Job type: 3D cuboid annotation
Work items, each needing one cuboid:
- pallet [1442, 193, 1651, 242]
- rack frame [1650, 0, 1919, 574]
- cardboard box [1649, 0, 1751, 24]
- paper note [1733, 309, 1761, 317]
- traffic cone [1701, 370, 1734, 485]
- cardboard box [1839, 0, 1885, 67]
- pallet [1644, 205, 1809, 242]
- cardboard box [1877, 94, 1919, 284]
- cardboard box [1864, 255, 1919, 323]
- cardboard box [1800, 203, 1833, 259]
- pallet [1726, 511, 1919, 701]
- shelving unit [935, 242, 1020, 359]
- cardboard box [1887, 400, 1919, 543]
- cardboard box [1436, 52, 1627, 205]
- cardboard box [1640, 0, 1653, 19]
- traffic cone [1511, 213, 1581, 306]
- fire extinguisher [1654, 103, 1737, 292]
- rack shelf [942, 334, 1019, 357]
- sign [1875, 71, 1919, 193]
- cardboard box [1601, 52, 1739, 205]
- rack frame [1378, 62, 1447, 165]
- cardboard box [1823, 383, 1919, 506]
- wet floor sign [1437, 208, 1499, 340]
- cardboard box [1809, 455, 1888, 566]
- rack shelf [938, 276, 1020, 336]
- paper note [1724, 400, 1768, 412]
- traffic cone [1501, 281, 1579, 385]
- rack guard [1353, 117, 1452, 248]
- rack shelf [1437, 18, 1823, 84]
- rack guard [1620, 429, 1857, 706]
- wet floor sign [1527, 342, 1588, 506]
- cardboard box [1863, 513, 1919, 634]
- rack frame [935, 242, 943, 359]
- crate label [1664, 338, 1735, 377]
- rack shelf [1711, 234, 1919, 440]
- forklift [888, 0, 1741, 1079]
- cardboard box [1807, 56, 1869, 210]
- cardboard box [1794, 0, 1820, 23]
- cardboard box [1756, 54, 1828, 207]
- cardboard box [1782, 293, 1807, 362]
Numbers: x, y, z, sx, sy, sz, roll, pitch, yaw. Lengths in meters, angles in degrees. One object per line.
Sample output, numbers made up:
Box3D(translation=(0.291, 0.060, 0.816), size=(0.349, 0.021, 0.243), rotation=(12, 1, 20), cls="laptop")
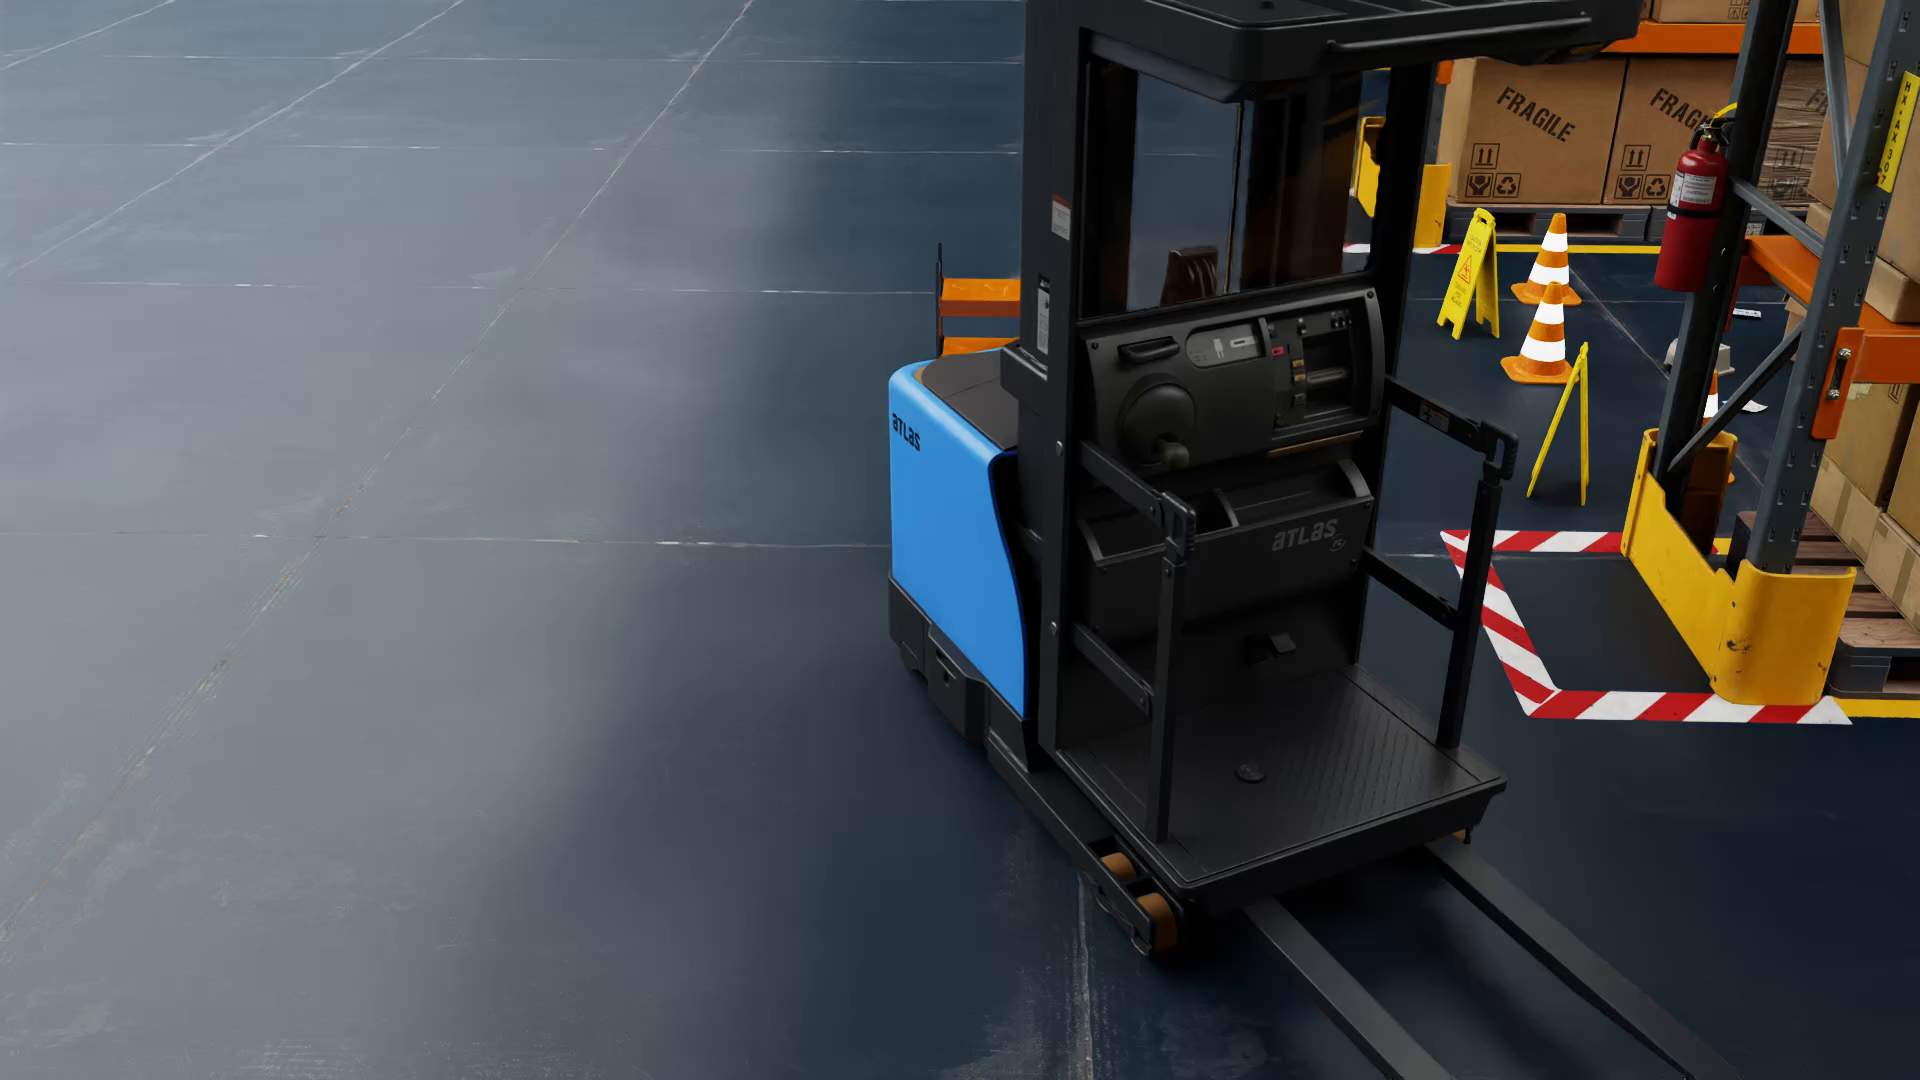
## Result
Box3D(translation=(3.580, -2.150, 10.518), size=(1.213, 0.211, 1.003), rotation=(1, 28, 2), cls="pallet")
Box3D(translation=(2.705, -1.040, 5.447), size=(0.127, 3.000, 1.000), rotation=(1, 28, 2), cls="rack frame")
Box3D(translation=(4.256, -3.373, 9.688), size=(0.550, 0.550, 0.875), rotation=(1, 28, 2), cls="cardboard box")
Box3D(translation=(4.244, -1.226, 8.970), size=(0.142, 0.017, 0.144), rotation=(11, 30, 19), cls="paper note")
Box3D(translation=(3.180, -0.516, 7.167), size=(0.334, 0.463, 0.336), rotation=(1, 28, 2), cls="traffic cone")
Box3D(translation=(3.223, -1.751, 5.297), size=(0.500, 0.500, 0.700), rotation=(0, 28, 1), cls="cardboard box")
Box3D(translation=(4.796, -2.128, 10.478), size=(1.213, 0.211, 1.003), rotation=(1, 28, 2), cls="pallet")
Box3D(translation=(3.168, -1.078, 5.094), size=(0.500, 0.500, 0.500), rotation=(1, 28, 1), cls="cardboard box")
Box3D(translation=(3.037, -0.826, 5.313), size=(0.250, 0.149, 0.380), rotation=(1, 28, 2), cls="cardboard box")
Box3D(translation=(3.086, -1.023, 5.683), size=(0.250, 0.149, 0.380), rotation=(2, 28, 4), cls="cardboard box")
Box3D(translation=(3.591, 0.223, 6.041), size=(1.213, 0.211, 1.003), rotation=(1, 28, 2), cls="pallet")
Box3D(translation=(0.165, -0.527, 6.402), size=(0.503, 1.200, 0.258), rotation=(1, 28, 2), cls="shelving unit")
Box3D(translation=(3.525, -0.199, 5.548), size=(0.500, 0.500, 0.500), rotation=(0, 28, 0), cls="cardboard box")
Box3D(translation=(3.458, -2.625, 10.258), size=(0.875, 0.875, 0.875), rotation=(1, 28, 2), cls="cardboard box")
Box3D(translation=(3.701, -3.441, 9.816), size=(0.550, 0.550, 0.875), rotation=(1, 28, 2), cls="cardboard box")
Box3D(translation=(3.259, -1.564, 9.145), size=(0.334, 0.463, 0.336), rotation=(1, 28, 2), cls="traffic cone")
Box3D(translation=(2.606, -1.223, 5.876), size=(0.183, 0.674, 0.296), rotation=(1, 28, 2), cls="fire extinguisher")
Box3D(translation=(0.165, -0.666, 6.329), size=(0.480, 0.148, 0.258), rotation=(1, 28, 2), cls="rack shelf")
Box3D(translation=(2.686, -1.168, 4.765), size=(0.005, 0.325, 0.100), rotation=(1, 28, 2), cls="sign")
Box3D(translation=(4.338, -2.611, 10.232), size=(0.875, 0.875, 0.875), rotation=(1, 28, 1), cls="cardboard box")
Box3D(translation=(2.778, -3.359, 9.821), size=(0.127, 3.000, 1.000), rotation=(1, 28, 2), cls="rack frame")
Box3D(translation=(3.514, -0.451, 6.022), size=(0.500, 0.500, 0.500), rotation=(1, 28, 2), cls="cardboard box")
Box3D(translation=(2.680, -1.392, 8.625), size=(0.232, 0.644, 0.267), rotation=(-4, 28, -7), cls="wet floor sign")
Box3D(translation=(3.546, -0.123, 6.204), size=(0.500, 0.250, 0.500), rotation=(1, 28, 2), cls="cardboard box")
Box3D(translation=(0.165, -0.875, 6.218), size=(0.480, 0.148, 0.258), rotation=(1, 28, 2), cls="rack shelf")
Box3D(translation=(3.720, -0.644, 7.871), size=(0.142, 0.019, 0.148), rotation=(-9, 29, -16), cls="paper note")
Box3D(translation=(2.879, -1.041, 8.158), size=(0.334, 0.463, 0.336), rotation=(1, 28, 2), cls="traffic cone")
Box3D(translation=(2.754, -2.254, 10.407), size=(0.348, 0.500, 1.175), rotation=(1, 28, 2), cls="rack guard")
Box3D(translation=(4.777, -3.008, 9.927), size=(4.000, 0.370, 1.077), rotation=(1, 28, 2), cls="rack shelf")
Box3D(translation=(2.781, 0.066, 6.030), size=(0.348, 0.500, 1.175), rotation=(1, 28, 2), cls="rack guard")
Box3D(translation=(2.553, -0.504, 6.949), size=(0.232, 0.644, 0.267), rotation=(11, 30, 19), cls="wet floor sign")
Box3D(translation=(3.501, 0.132, 5.723), size=(0.500, 0.250, 0.500), rotation=(1, 28, 1), cls="cardboard box")
Box3D(translation=(-0.078, -0.531, 6.410), size=(0.015, 1.200, 0.240), rotation=(1, 28, 2), cls="rack frame")
Box3D(translation=(3.667, -0.913, 8.264), size=(0.298, 0.136, 0.250), rotation=(-14, 31, -24), cls="crate label")
Box3D(translation=(4.703, -0.689, 5.553), size=(4.000, 0.370, 1.077), rotation=(1, 28, 2), cls="rack shelf")
Box3D(translation=(0.848, -0.397, 4.308), size=(1.130, 2.935, 3.031), rotation=(-13, 31, -23), cls="forklift")
Box3D(translation=(3.257, -1.335, 5.580), size=(0.500, 0.500, 0.500), rotation=(0, 28, 1), cls="cardboard box")
Box3D(translation=(4.788, -3.384, 9.708), size=(0.500, 0.550, 0.875), rotation=(1, 28, 2), cls="cardboard box")
Box3D(translation=(5.249, -2.595, 10.202), size=(0.875, 0.875, 0.875), rotation=(1, 28, 2), cls="cardboard box")
Box3D(translation=(4.549, -1.093, 8.212), size=(0.637, 0.503, 0.797), rotation=(-20, 34, -33), cls="cardboard box")
